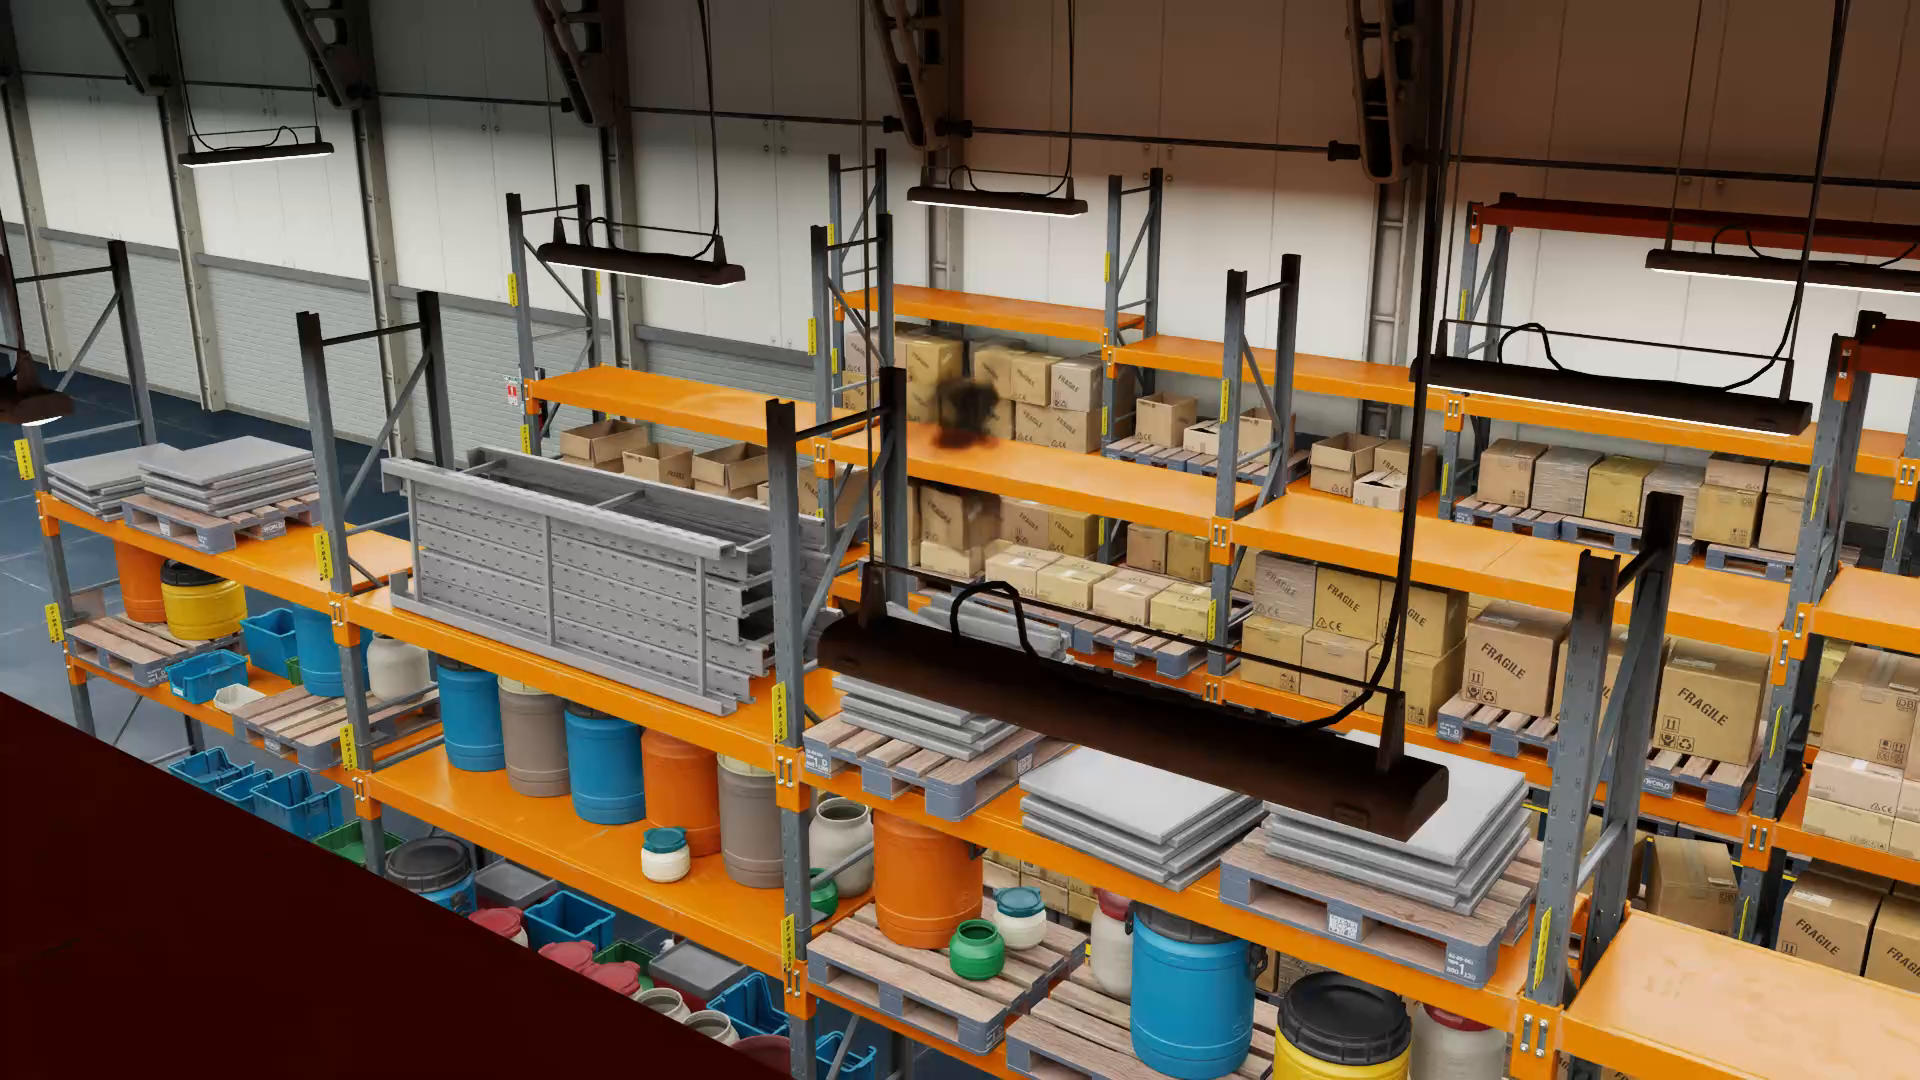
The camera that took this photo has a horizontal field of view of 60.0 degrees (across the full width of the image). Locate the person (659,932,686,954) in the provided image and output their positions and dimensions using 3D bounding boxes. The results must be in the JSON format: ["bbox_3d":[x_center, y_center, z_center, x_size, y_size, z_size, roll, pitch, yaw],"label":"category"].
[{"bbox_3d":[-2.080,3.118,13.004,0.592,1.738,0.682,13,22,34],"label":"person"}]
